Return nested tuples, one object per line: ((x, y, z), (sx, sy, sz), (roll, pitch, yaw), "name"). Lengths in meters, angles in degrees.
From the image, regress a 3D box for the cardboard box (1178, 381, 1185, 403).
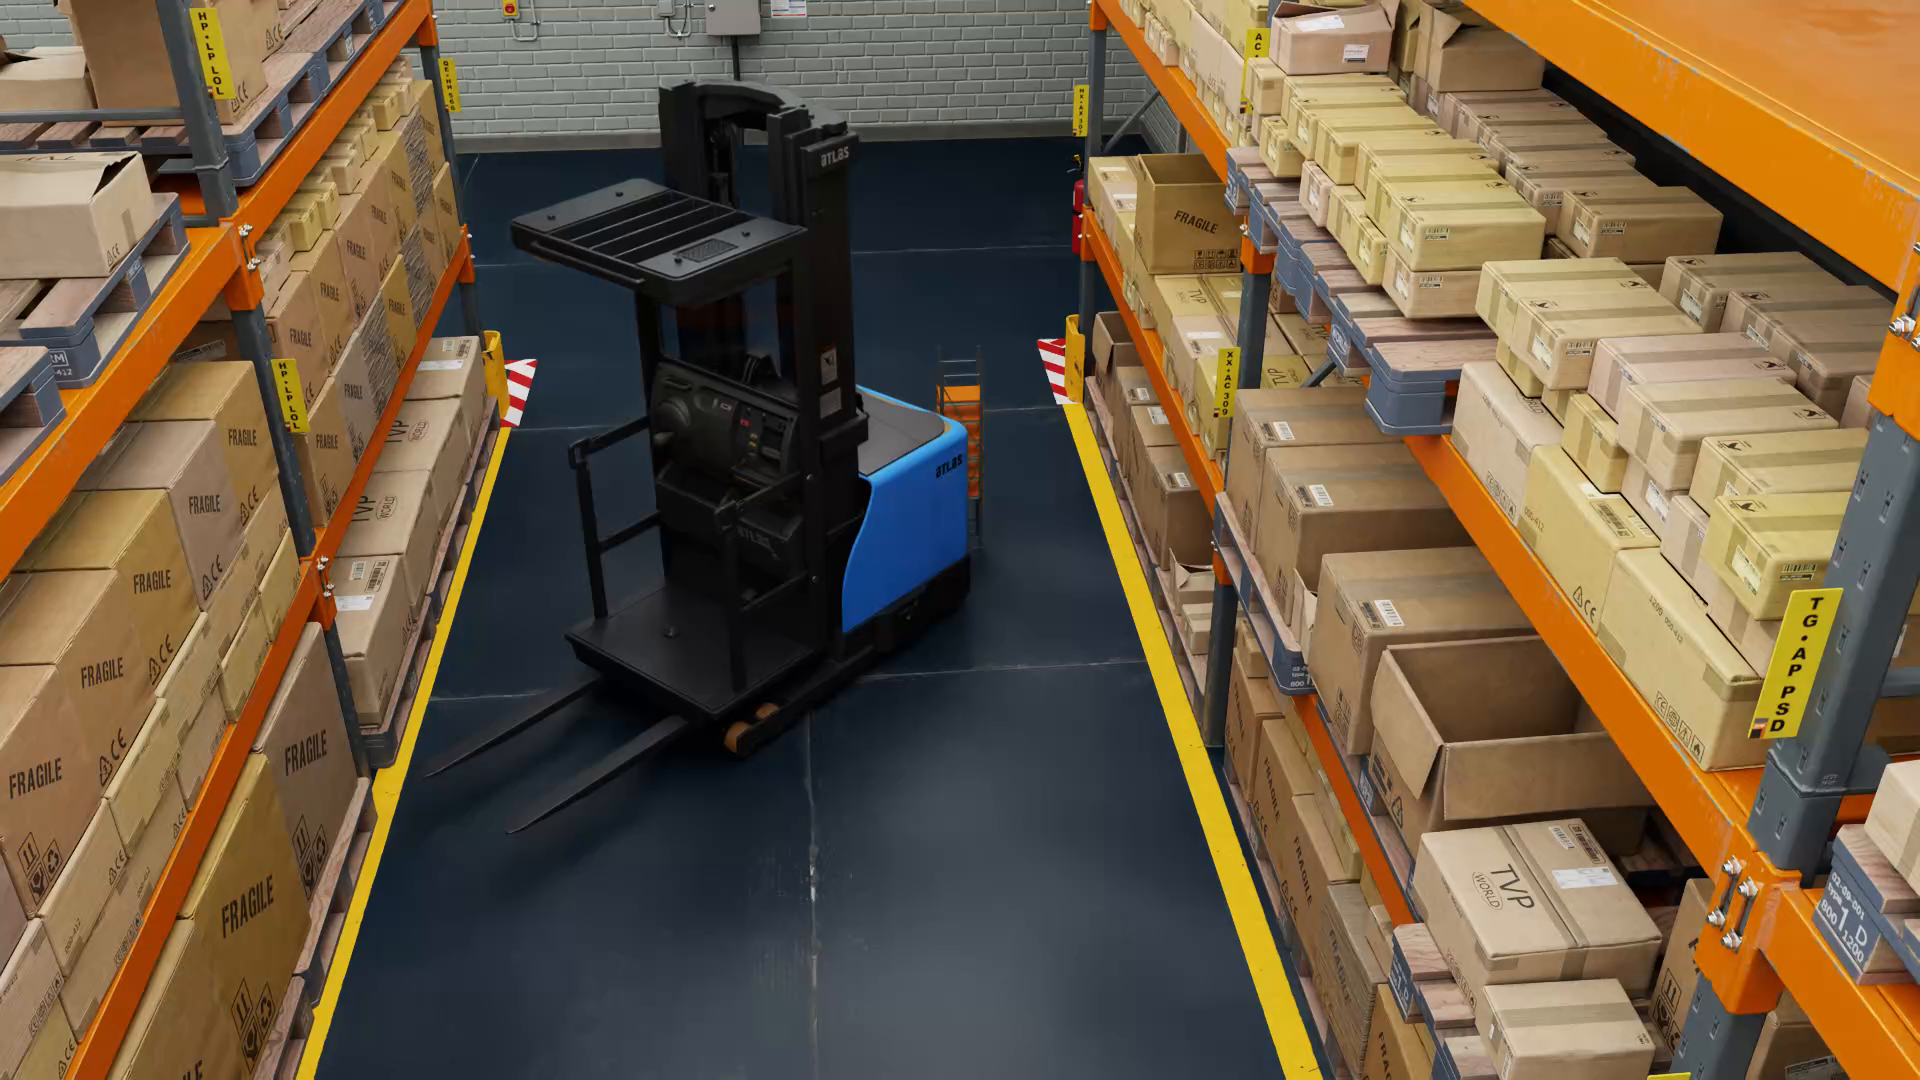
((1.309, -0.771, 8.361), (0.380, 0.149, 0.250), (-2, 31, -3), "cardboard box")

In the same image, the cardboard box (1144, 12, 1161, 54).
((1.153, -2.591, 8.482), (0.380, 0.149, 0.250), (-3, 31, -4), "cardboard box")

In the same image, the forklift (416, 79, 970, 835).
((-1.260, -0.506, 7.740), (1.130, 2.935, 3.031), (23, 38, 33), "forklift")

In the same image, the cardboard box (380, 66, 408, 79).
((-3.352, -2.581, 9.441), (0.380, 0.149, 0.250), (-2, 31, -4), "cardboard box")

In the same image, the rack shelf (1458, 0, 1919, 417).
((1.869, -1.404, 4.416), (1.077, 0.370, 4.000), (-3, 31, -5), "rack shelf")

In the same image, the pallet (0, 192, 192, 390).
((-3.124, -0.830, 5.476), (0.805, 0.209, 1.217), (-4, 31, -7), "pallet")

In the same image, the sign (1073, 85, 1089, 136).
((0.768, -2.718, 10.531), (0.100, 0.325, 0.005), (-3, 31, -5), "sign")

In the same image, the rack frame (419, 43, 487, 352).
((-3.633, -2.132, 10.395), (1.000, 3.000, 0.127), (-3, 31, -5), "rack frame")

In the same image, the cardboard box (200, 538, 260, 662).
((-2.922, 0.228, 6.102), (0.500, 0.250, 0.500), (-2, 31, -3), "cardboard box")

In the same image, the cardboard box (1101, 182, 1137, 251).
((1.130, -1.933, 9.918), (0.500, 0.250, 0.500), (-2, 31, -4), "cardboard box")

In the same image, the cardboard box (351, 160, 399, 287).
((-3.185, -1.595, 8.422), (0.500, 0.500, 0.500), (-3, 31, -5), "cardboard box")

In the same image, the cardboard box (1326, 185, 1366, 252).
((1.412, -1.040, 5.379), (0.380, 0.149, 0.250), (-3, 31, -5), "cardboard box")

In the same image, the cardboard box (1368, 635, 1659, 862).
((1.719, 0.663, 5.204), (0.797, 0.503, 0.637), (-3, 31, -6), "cardboard box")

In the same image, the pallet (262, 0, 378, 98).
((-3.436, -2.380, 7.970), (1.003, 0.211, 1.213), (-3, 31, -5), "pallet")

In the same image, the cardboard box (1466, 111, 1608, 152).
((1.920, -1.322, 5.561), (0.380, 0.149, 0.250), (-2, 31, -3), "cardboard box")

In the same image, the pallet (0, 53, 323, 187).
((-3.325, -1.758, 6.930), (1.003, 0.211, 1.213), (-3, 31, -5), "pallet")

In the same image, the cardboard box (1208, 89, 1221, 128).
((1.318, -1.942, 7.396), (0.380, 0.149, 0.250), (-2, 31, -3), "cardboard box")

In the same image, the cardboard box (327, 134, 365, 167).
((-3.220, -1.926, 8.344), (0.380, 0.149, 0.250), (-2, 31, -3), "cardboard box")

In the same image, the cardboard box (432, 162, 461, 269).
((-3.324, -1.942, 9.978), (0.500, 0.500, 0.500), (-3, 31, -4), "cardboard box")

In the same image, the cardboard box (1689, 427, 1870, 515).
((1.810, -0.111, 3.552), (0.380, 0.149, 0.250), (-4, 31, -6), "cardboard box")

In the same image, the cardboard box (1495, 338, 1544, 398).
((1.689, -0.510, 4.511), (0.380, 0.149, 0.250), (-2, 31, -3), "cardboard box")

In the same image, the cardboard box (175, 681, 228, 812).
((-2.892, 0.710, 5.783), (0.500, 0.250, 0.500), (-4, 31, -6), "cardboard box")

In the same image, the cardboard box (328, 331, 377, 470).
((-3.085, -0.642, 7.803), (0.500, 0.500, 0.500), (-3, 31, -4), "cardboard box")

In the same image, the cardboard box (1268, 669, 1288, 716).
((1.554, 0.618, 7.186), (0.380, 0.149, 0.250), (-4, 31, -6), "cardboard box")

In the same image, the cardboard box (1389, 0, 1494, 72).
((1.779, -1.886, 6.100), (0.396, 0.266, 0.258), (-3, 31, -5), "cardboard box")

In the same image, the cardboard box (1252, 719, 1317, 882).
((1.563, 1.092, 7.025), (0.500, 0.500, 0.500), (-3, 31, -5), "cardboard box")

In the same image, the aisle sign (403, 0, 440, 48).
((-3.331, -3.300, 9.815), (0.394, 0.787, 0.004), (-3, 31, -5), "aisle sign")

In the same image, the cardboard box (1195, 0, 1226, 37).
((1.339, -2.400, 7.287), (0.500, 0.250, 0.500), (-3, 31, -5), "cardboard box")

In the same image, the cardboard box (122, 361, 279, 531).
((-2.968, -0.346, 6.332), (0.500, 0.500, 0.500), (-2, 31, -3), "cardboard box")

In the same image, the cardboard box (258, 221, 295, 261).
((-3.136, -1.273, 7.251), (0.380, 0.149, 0.250), (-3, 31, -5), "cardboard box")

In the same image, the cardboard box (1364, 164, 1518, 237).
((1.462, -1.033, 5.076), (0.380, 0.149, 0.250), (-3, 31, -4), "cardboard box")

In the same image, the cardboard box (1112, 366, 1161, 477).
((1.313, -0.724, 10.065), (0.700, 0.500, 0.500), (-2, 31, -3), "cardboard box")

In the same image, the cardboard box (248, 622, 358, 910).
((-3.122, 0.954, 6.889), (0.875, 0.875, 0.875), (-2, 31, -3), "cardboard box")

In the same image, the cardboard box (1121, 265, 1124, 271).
((1.158, -1.691, 9.901), (0.380, 0.149, 0.250), (-2, 31, -3), "cardboard box")

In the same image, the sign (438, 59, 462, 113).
((-3.091, -2.750, 10.069), (0.100, 0.325, 0.005), (-3, 31, -5), "sign")

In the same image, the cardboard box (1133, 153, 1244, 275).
((1.223, -1.747, 8.875), (0.500, 0.500, 0.500), (-2, 31, -3), "cardboard box")

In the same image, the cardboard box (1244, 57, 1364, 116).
((1.274, -1.687, 6.172), (0.380, 0.149, 0.250), (-2, 31, -3), "cardboard box")

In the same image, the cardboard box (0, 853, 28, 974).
((-2.744, 0.964, 4.139), (0.500, 0.500, 0.500), (-3, 31, -4), "cardboard box")

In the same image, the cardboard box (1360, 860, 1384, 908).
((1.690, 1.280, 6.077), (0.380, 0.149, 0.250), (-3, 31, -4), "cardboard box")

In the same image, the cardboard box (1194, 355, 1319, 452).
((1.392, -0.642, 7.755), (0.500, 0.250, 0.500), (-2, 31, -3), "cardboard box")

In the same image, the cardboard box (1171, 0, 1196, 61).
((1.293, -2.442, 7.845), (0.500, 0.250, 0.500), (-2, 31, -4), "cardboard box")

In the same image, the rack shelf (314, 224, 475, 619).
((-3.446, -0.802, 8.870), (1.077, 0.370, 4.000), (-3, 31, -5), "rack shelf")

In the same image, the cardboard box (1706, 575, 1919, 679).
((1.783, 0.148, 3.409), (0.380, 0.149, 0.250), (-2, 31, -4), "cardboard box")

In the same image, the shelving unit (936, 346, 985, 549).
((0.001, -0.508, 9.430), (0.258, 1.200, 0.189), (-3, 31, -5), "shelving unit")

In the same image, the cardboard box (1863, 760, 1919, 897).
((1.786, 0.494, 2.793), (0.380, 0.166, 0.250), (-3, 31, -5), "cardboard box")

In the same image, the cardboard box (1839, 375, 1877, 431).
((2.278, -0.268, 3.815), (0.380, 0.149, 0.250), (-3, 31, -5), "cardboard box")

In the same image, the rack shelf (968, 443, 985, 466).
((0.001, -0.470, 9.453), (0.258, 0.103, 0.180), (-3, 31, -5), "rack shelf")

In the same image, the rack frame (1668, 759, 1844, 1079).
((2.056, 1.712, 3.958), (1.000, 3.000, 0.127), (-3, 31, -5), "rack frame")

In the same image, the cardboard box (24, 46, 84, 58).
((-3.662, -1.939, 6.884), (0.380, 0.149, 0.250), (-2, 31, -3), "cardboard box")

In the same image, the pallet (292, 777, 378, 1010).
((-3.112, 1.497, 7.037), (1.003, 0.211, 1.213), (-3, 31, -5), "pallet")

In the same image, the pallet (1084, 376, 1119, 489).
((1.391, -0.729, 10.765), (1.003, 0.211, 1.213), (-3, 31, -5), "pallet")
